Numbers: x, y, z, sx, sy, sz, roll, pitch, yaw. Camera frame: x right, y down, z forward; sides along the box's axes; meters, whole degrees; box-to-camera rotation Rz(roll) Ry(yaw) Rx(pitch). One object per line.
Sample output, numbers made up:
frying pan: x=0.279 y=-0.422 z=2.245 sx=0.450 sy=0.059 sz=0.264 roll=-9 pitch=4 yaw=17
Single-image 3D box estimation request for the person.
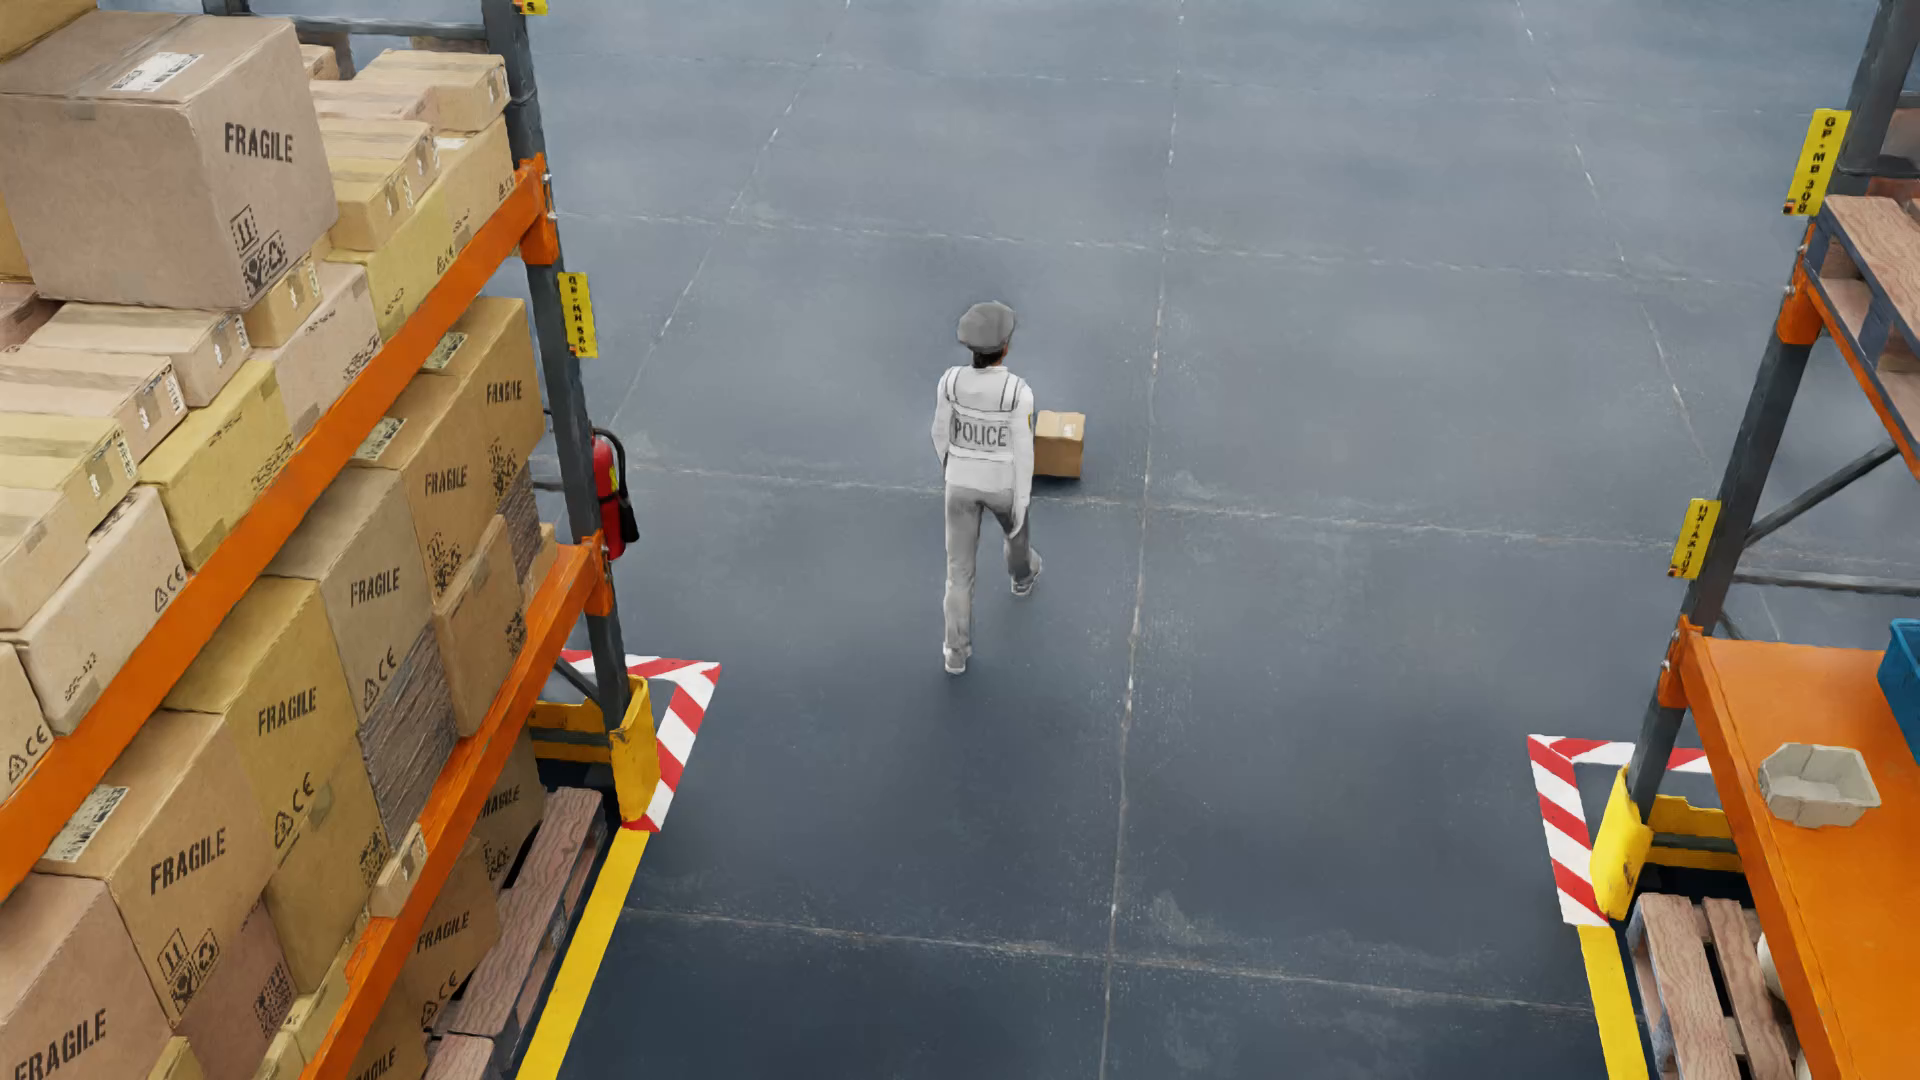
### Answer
person: x=0.111 y=-0.293 z=7.420 sx=0.491 sy=1.624 sz=0.939 roll=8 pitch=37 yaw=11
